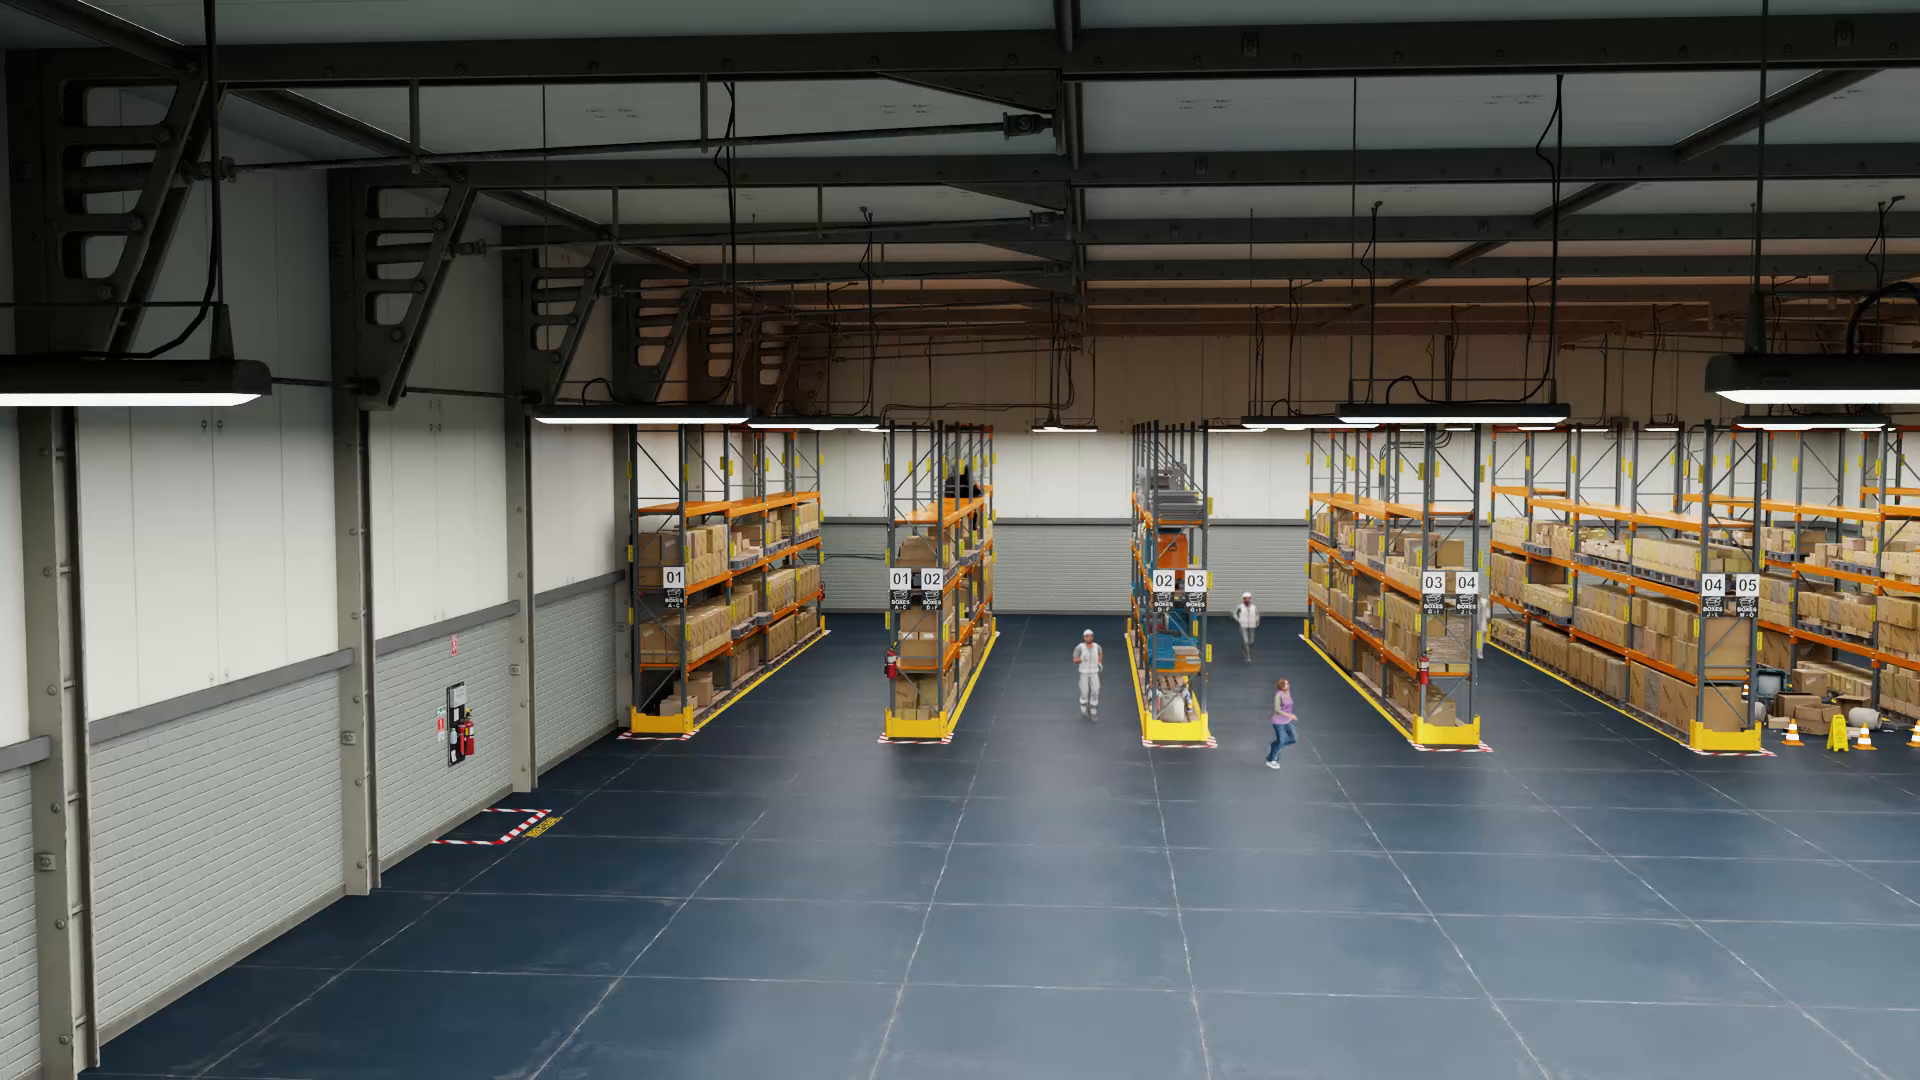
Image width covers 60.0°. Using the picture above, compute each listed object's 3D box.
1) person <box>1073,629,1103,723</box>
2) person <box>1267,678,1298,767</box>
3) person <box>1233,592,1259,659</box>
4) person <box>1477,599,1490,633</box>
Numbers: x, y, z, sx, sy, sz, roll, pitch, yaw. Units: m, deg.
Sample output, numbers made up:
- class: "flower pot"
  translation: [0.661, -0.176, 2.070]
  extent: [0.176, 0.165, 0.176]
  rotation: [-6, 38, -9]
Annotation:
- class: "person"
  translation: [2.569, 2.705, 33.307]
  extent: [0.608, 1.832, 0.765]
  rotation: [0, 4, -4]
- class: "person"
  translation: [5.574, 3.140, 28.562]
  extent: [0.619, 1.555, 0.567]
  rotation: [3, 5, 42]
- class: "person"
  translation: [7.265, 2.164, 42.170]
  extent: [0.661, 1.676, 0.631]
  rotation: [0, 4, -4]
- class: "person"
  translation: [13.264, 1.931, 42.597]
  extent: [0.712, 0.929, 0.496]
  rotation: [0, 4, 0]
